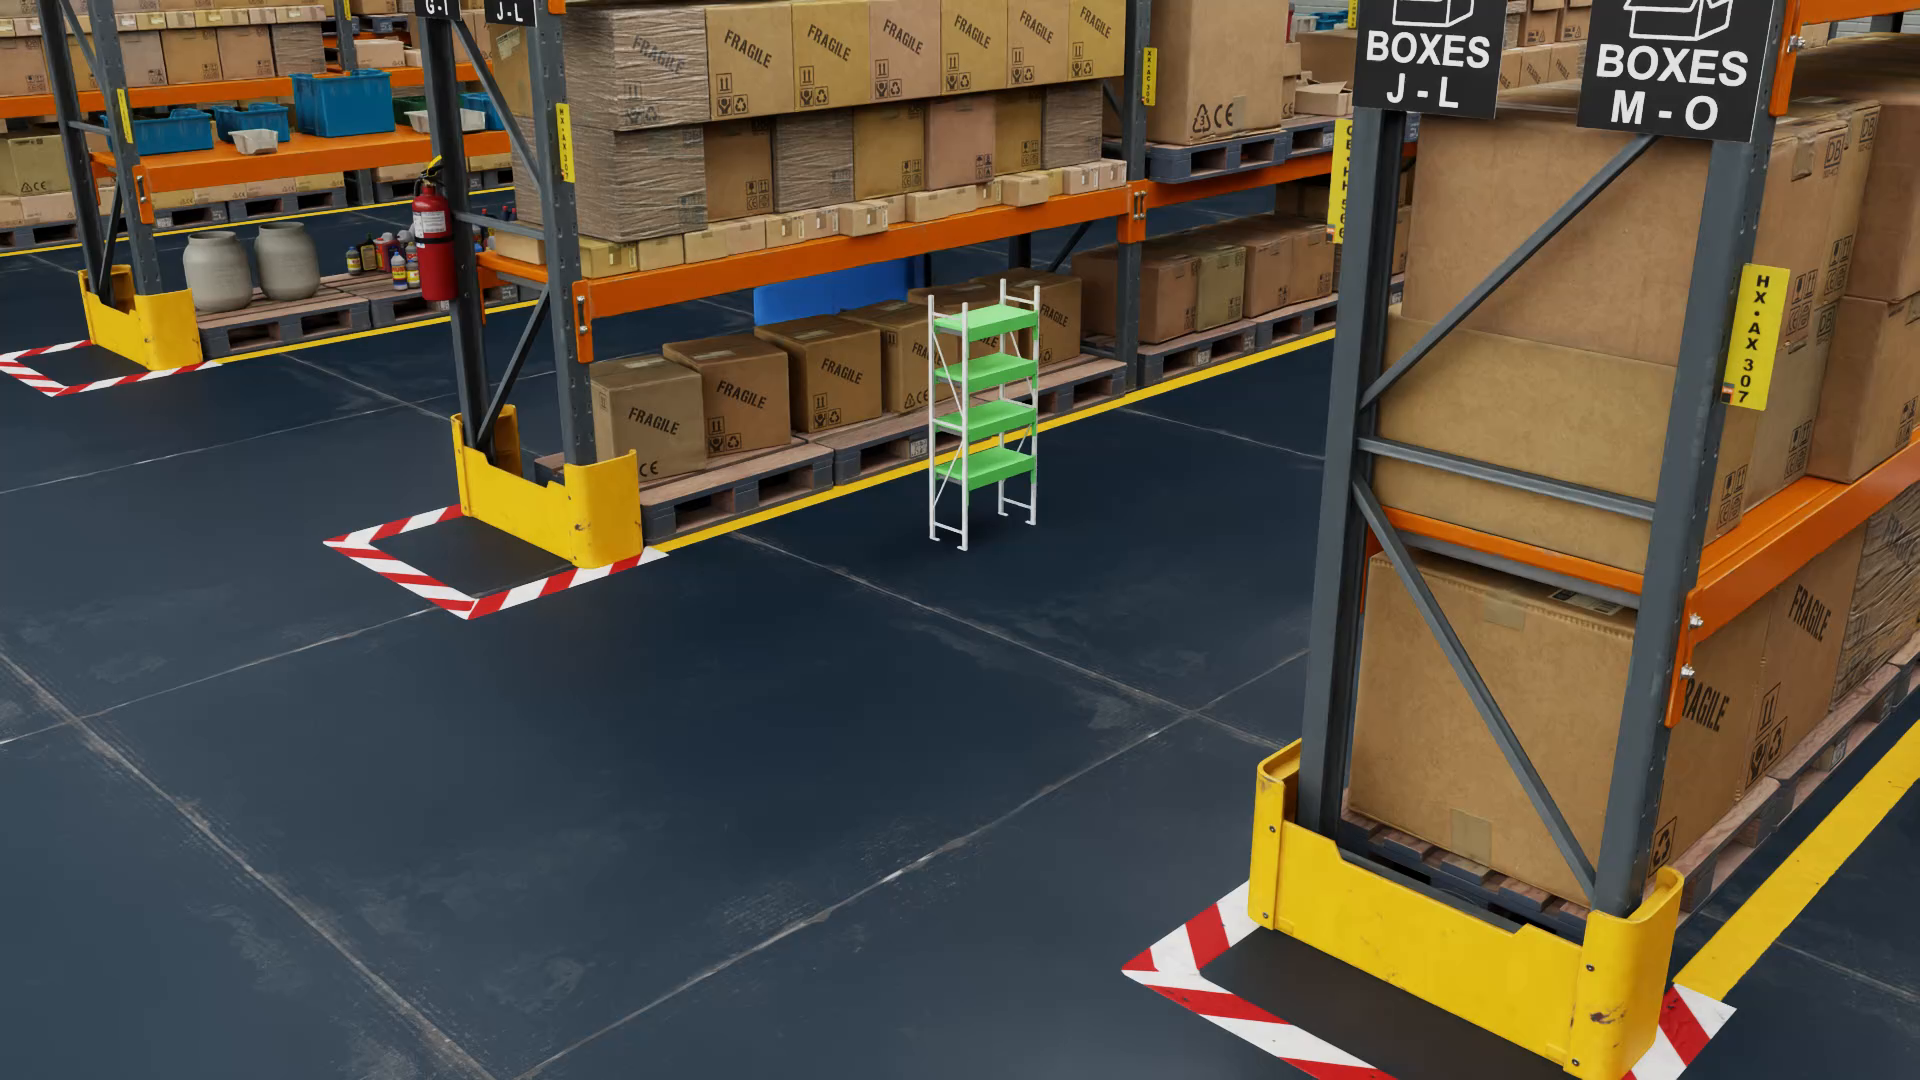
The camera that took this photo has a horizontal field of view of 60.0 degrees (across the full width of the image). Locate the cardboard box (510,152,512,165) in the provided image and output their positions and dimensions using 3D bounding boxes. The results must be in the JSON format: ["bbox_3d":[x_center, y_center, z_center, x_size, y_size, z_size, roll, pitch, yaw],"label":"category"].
[{"bbox_3d":[-4.848,-4.284,18.288,0.500,0.250,0.500,-20,28,-41],"label":"cardboard box"}]

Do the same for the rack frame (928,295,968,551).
[{"bbox_3d":[-0.055,-0.540,7.807,0.240,1.200,0.015,19,28,41],"label":"rack frame"}]

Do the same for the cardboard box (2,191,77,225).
[{"bbox_3d":[-8.290,-3.031,15.026,0.500,0.250,0.500,19,28,41],"label":"cardboard box"}]

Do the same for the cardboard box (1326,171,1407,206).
[{"bbox_3d":[3.061,-2.691,12.722,0.500,0.250,0.500,-19,28,-40],"label":"cardboard box"}]

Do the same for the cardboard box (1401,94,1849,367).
[{"bbox_3d":[1.696,-0.819,4.309,0.875,0.550,0.550,19,28,41],"label":"cardboard box"}]

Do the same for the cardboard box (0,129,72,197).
[{"bbox_3d":[-8.288,-3.380,14.890,0.500,0.500,0.500,19,28,41],"label":"cardboard box"}]

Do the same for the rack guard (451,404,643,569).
[{"bbox_3d":[-2.021,-0.279,8.103,1.175,0.500,0.348,19,28,41],"label":"rack guard"}]

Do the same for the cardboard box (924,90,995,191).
[{"bbox_3d":[-0.293,-2.266,9.236,0.875,0.500,0.500,19,28,41],"label":"cardboard box"}]

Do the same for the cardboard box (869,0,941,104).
[{"bbox_3d":[-0.449,-2.537,8.547,0.500,0.500,0.500,19,28,41],"label":"cardboard box"}]

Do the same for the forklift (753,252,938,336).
[{"bbox_3d":[-0.729,-2.868,11.452,1.130,2.935,3.031,1,21,2],"label":"forklift"}]

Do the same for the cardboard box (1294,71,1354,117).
[{"bbox_3d":[2.537,-3.120,11.612,0.396,0.266,0.258,18,28,39],"label":"cardboard box"}]

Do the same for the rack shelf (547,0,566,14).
[{"bbox_3d":[-0.679,-3.005,8.533,1.077,0.370,4.000,19,28,41],"label":"rack shelf"}]

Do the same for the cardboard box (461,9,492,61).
[{"bbox_3d":[-5.115,-5.439,17.905,0.500,0.500,0.500,19,28,41],"label":"cardboard box"}]

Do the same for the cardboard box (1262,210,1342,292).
[{"bbox_3d":[2.676,-2.198,12.484,0.700,0.500,0.500,16,26,36],"label":"cardboard box"}]

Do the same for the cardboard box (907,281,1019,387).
[{"bbox_3d":[0.014,-1.242,10.023,0.500,0.500,0.500,-11,23,-25],"label":"cardboard box"}]

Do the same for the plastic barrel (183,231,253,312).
[{"bbox_3d":[-5.219,-1.889,11.690,0.421,0.512,0.421,0,21,0],"label":"plastic barrel"}]

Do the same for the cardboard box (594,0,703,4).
[{"bbox_3d":[-1.523,-2.412,8.220,0.500,0.500,0.500,19,28,41],"label":"cardboard box"}]

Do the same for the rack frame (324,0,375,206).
[{"bbox_3d":[-6.379,-4.935,16.732,1.000,3.000,0.127,19,28,41],"label":"rack frame"}]

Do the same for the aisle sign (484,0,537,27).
[{"bbox_3d":[-1.903,-2.549,6.901,0.394,0.787,0.004,19,28,41],"label":"aisle sign"}]

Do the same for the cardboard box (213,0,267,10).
[{"bbox_3d":[-7.036,-5.341,15.842,0.700,0.500,0.500,19,28,41],"label":"cardboard box"}]

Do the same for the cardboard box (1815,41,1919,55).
[{"bbox_3d":[3.617,-1.504,6.093,0.875,0.550,0.550,19,28,41],"label":"cardboard box"}]

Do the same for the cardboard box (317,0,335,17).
[{"bbox_3d":[-8.314,-7.005,21.365,0.700,0.500,0.500,19,28,41],"label":"cardboard box"}]

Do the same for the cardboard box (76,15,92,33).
[{"bbox_3d":[-7.844,-4.634,14.908,0.380,0.149,0.250,19,28,40],"label":"cardboard box"}]

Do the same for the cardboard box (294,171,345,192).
[{"bbox_3d":[-6.546,-3.673,16.698,0.500,0.250,0.500,19,28,41],"label":"cardboard box"}]

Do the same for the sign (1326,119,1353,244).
[{"bbox_3d":[1.030,-0.949,4.419,0.100,0.325,0.005,19,28,41],"label":"sign"}]

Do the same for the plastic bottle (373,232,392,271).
[{"bbox_3d":[-4.460,-2.240,12.903,0.152,0.276,0.135,20,28,41],"label":"plastic bottle"}]

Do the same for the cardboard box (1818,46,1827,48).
[{"bbox_3d":[9.075,-5.248,17.897,0.250,0.149,0.380,-20,28,-41],"label":"cardboard box"}]

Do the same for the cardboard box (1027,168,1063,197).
[{"bbox_3d":[0.378,-2.097,9.700,0.380,0.149,0.250,19,28,41],"label":"cardboard box"}]

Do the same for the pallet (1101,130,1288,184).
[{"bbox_3d":[1.354,-2.525,10.730,1.003,0.211,1.213,19,28,41],"label":"pallet"}]

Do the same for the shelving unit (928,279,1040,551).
[{"bbox_3d":[0.115,-0.603,7.970,0.258,1.200,0.503,19,28,41],"label":"shelving unit"}]

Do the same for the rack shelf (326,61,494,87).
[{"bbox_3d":[-4.984,-5.113,18.199,1.077,0.370,4.000,19,28,41],"label":"rack shelf"}]

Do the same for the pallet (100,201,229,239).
[{"bbox_3d":[-7.815,-3.124,15.908,1.003,0.211,1.213,19,28,41],"label":"pallet"}]

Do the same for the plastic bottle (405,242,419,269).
[{"bbox_3d":[-4.261,-2.214,12.941,0.097,0.201,0.097,0,21,0],"label":"plastic bottle"}]

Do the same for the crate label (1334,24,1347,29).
[{"bbox_3d":[4.710,-6.280,20.517,0.396,0.136,0.243,19,28,41],"label":"crate label"}]

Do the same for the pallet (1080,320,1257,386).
[{"bbox_3d":[1.258,-1.353,11.301,1.003,0.211,1.213,19,28,41],"label":"pallet"}]

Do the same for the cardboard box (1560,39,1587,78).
[{"bbox_3d":[5.104,-3.980,14.109,0.500,0.500,0.500,19,28,41],"label":"cardboard box"}]

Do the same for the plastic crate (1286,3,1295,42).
[{"bbox_3d":[3.551,-5.975,19.266,0.402,0.464,0.583,19,28,41],"label":"plastic crate"}]

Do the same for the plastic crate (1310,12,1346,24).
[{"bbox_3d":[4.671,-6.578,21.158,0.416,0.233,0.300,19,28,41],"label":"plastic crate"}]

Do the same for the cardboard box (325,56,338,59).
[{"bbox_3d":[-8.048,-6.261,22.010,0.500,0.250,0.500,-20,28,-41],"label":"cardboard box"}]

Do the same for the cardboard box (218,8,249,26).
[{"bbox_3d":[-6.952,-4.962,15.760,0.380,0.149,0.250,19,28,41],"label":"cardboard box"}]

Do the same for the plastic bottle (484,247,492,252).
[{"bbox_3d":[-3.613,-2.145,12.762,0.097,0.201,0.097,0,21,0],"label":"plastic bottle"}]

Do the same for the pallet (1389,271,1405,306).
[{"bbox_3d":[2.960,-1.980,12.933,1.003,0.211,1.213,19,28,41],"label":"pallet"}]

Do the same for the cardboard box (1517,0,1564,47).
[{"bbox_3d":[4.485,-4.348,13.669,0.637,0.503,0.797,-19,28,-41],"label":"cardboard box"}]

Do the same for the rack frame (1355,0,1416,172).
[{"bbox_3d":[3.507,-3.483,12.954,1.000,3.000,0.127,19,28,41],"label":"rack frame"}]

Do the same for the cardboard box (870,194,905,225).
[{"bbox_3d":[-0.509,-1.781,8.878,0.380,0.149,0.250,19,28,41],"label":"cardboard box"}]

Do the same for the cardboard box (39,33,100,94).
[{"bbox_3d":[-8.121,-4.332,15.026,0.700,0.500,0.500,19,28,41],"label":"cardboard box"}]

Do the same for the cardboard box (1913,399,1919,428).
[{"bbox_3d":[2.824,-0.741,5.614,0.875,0.550,0.500,19,28,41],"label":"cardboard box"}]

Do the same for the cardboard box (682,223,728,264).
[{"bbox_3d":[-1.331,-1.442,7.997,0.380,0.149,0.250,19,28,41],"label":"cardboard box"}]

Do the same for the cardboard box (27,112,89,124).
[{"bbox_3d":[-10.626,-4.935,19.605,0.500,0.500,0.500,17,27,37],"label":"cardboard box"}]

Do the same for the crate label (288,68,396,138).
[{"bbox_3d":[-4.533,-3.223,12.230,0.502,0.435,0.616,19,28,41],"label":"crate label"}]

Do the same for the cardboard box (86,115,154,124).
[{"bbox_3d":[-7.972,-3.770,15.905,0.500,0.500,0.500,19,28,41],"label":"cardboard box"}]
